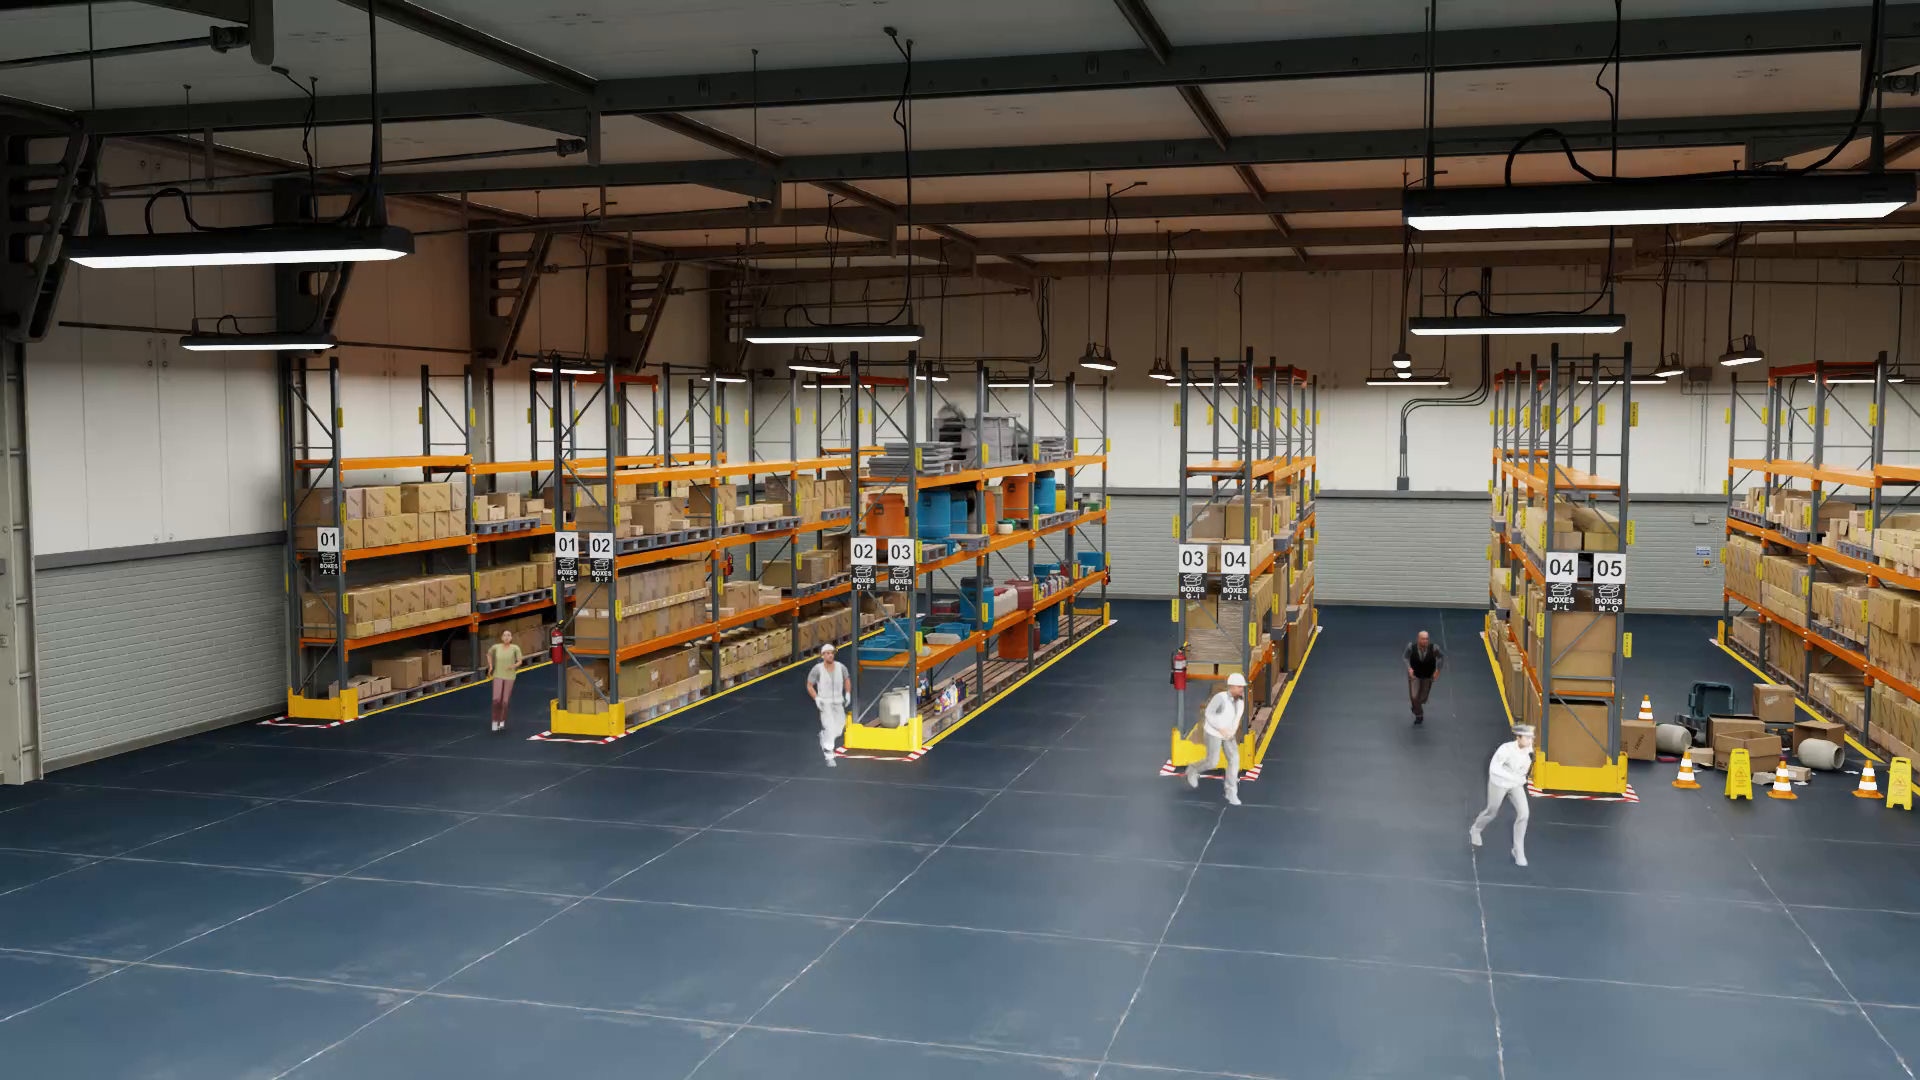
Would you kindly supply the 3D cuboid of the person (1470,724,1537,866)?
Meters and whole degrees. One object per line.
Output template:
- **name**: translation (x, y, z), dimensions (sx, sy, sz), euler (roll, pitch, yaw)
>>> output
- **person**: translation (6.194, 2.848, 18.976), dimensions (0.658, 1.622, 0.963), euler (-2, 5, -23)

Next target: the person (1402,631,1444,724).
- **person**: translation (7.590, 2.230, 27.317), dimensions (0.677, 1.559, 0.939), euler (1, 4, 11)

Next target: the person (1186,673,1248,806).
- **person**: translation (3.380, 2.567, 21.863), dimensions (0.686, 1.732, 1.030), euler (-4, 6, -40)

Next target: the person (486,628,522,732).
- **person**: translation (-7.296, 2.232, 26.654), dimensions (0.559, 1.658, 0.659), euler (-1, 4, -15)

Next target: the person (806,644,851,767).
- **person**: translation (-1.914, 2.368, 24.097), dimensions (0.669, 1.766, 0.666), euler (-2, 5, -25)
